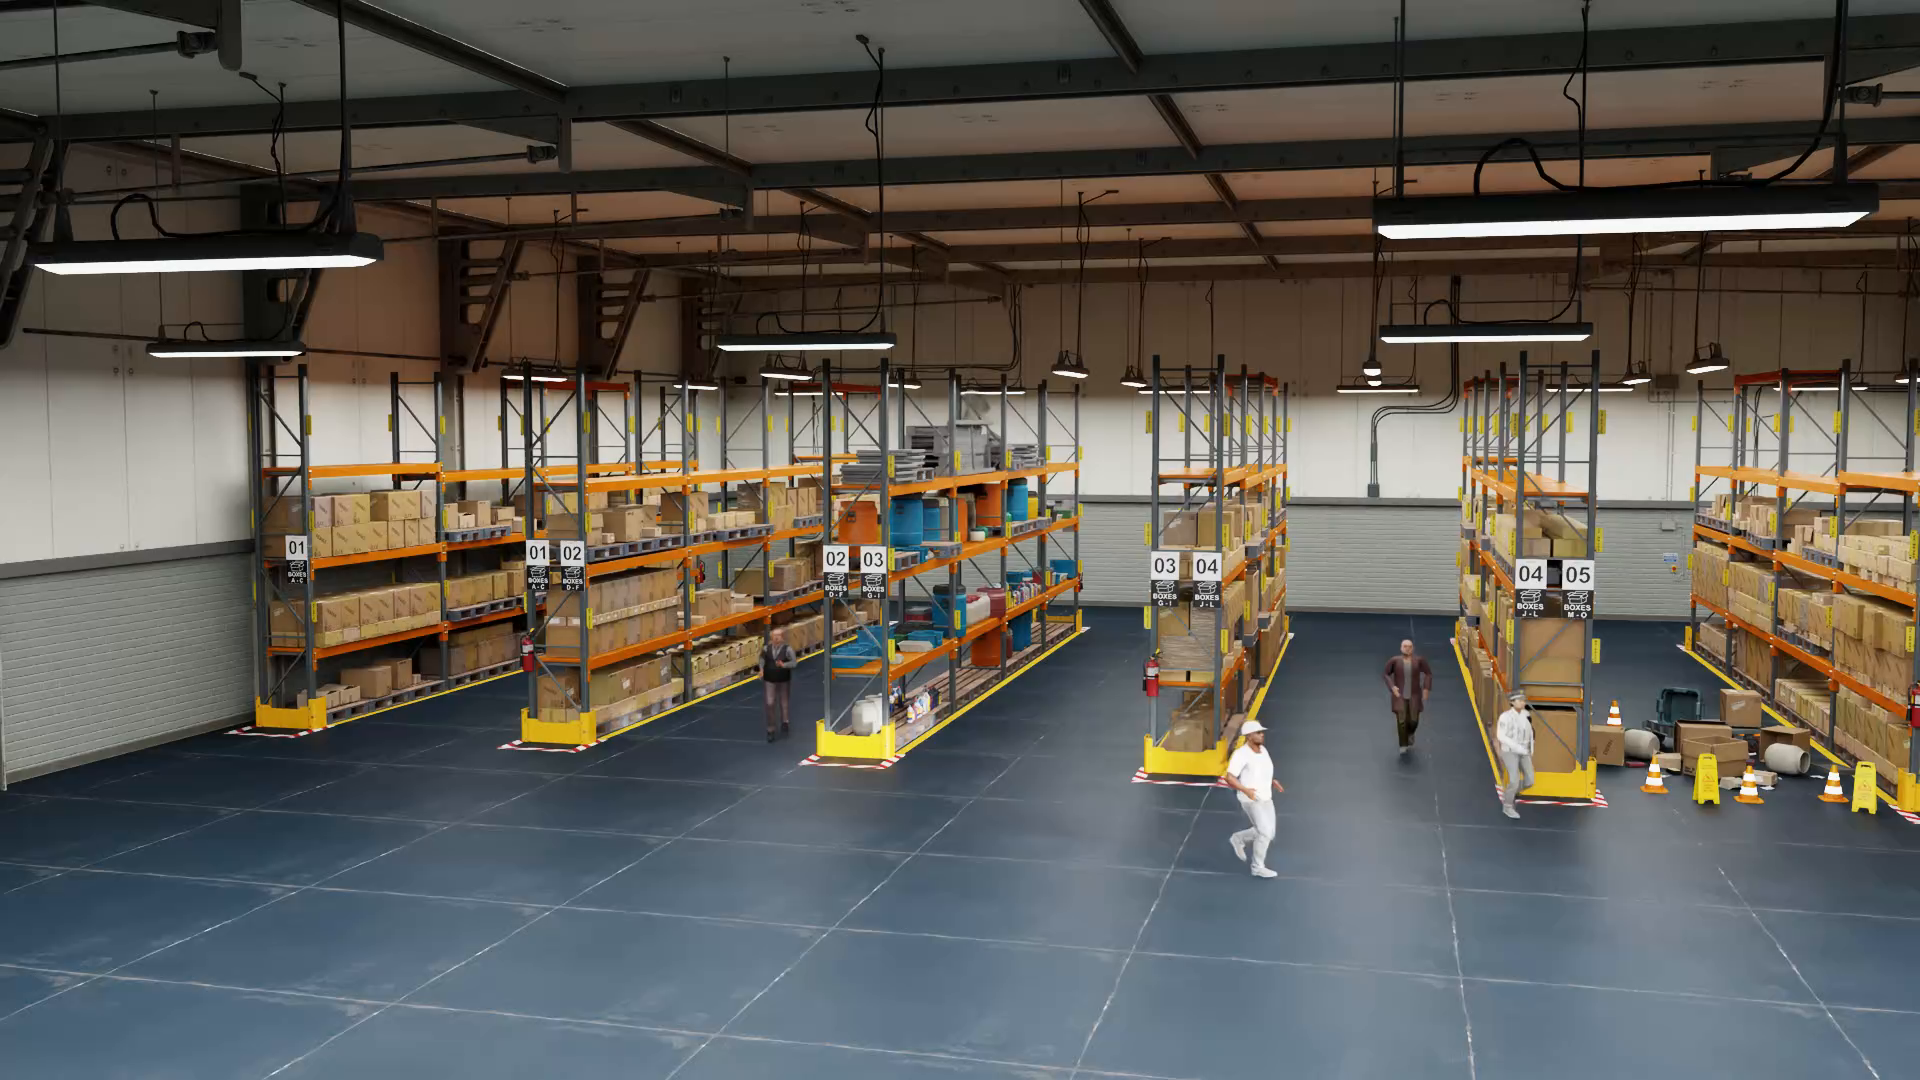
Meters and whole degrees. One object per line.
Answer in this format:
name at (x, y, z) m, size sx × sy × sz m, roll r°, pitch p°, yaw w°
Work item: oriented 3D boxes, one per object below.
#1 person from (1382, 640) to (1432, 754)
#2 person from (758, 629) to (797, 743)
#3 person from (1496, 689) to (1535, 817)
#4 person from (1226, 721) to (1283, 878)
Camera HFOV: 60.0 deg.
person at (6.840, 2.392, 25.446) m, size 0.746 × 1.727 × 0.658 m, roll 1°, pitch 4°, yaw 9°
person at (-2.915, 2.239, 26.545) m, size 0.645 × 1.636 × 0.905 m, roll 0°, pitch 4°, yaw -1°
person at (7.138, 2.716, 21.208) m, size 0.639 × 1.655 × 0.523 m, roll -2°, pitch 4°, yaw -22°
person at (3.250, 2.865, 18.520) m, size 0.675 × 1.721 × 0.703 m, roll 4°, pitch 5°, yaw 43°
